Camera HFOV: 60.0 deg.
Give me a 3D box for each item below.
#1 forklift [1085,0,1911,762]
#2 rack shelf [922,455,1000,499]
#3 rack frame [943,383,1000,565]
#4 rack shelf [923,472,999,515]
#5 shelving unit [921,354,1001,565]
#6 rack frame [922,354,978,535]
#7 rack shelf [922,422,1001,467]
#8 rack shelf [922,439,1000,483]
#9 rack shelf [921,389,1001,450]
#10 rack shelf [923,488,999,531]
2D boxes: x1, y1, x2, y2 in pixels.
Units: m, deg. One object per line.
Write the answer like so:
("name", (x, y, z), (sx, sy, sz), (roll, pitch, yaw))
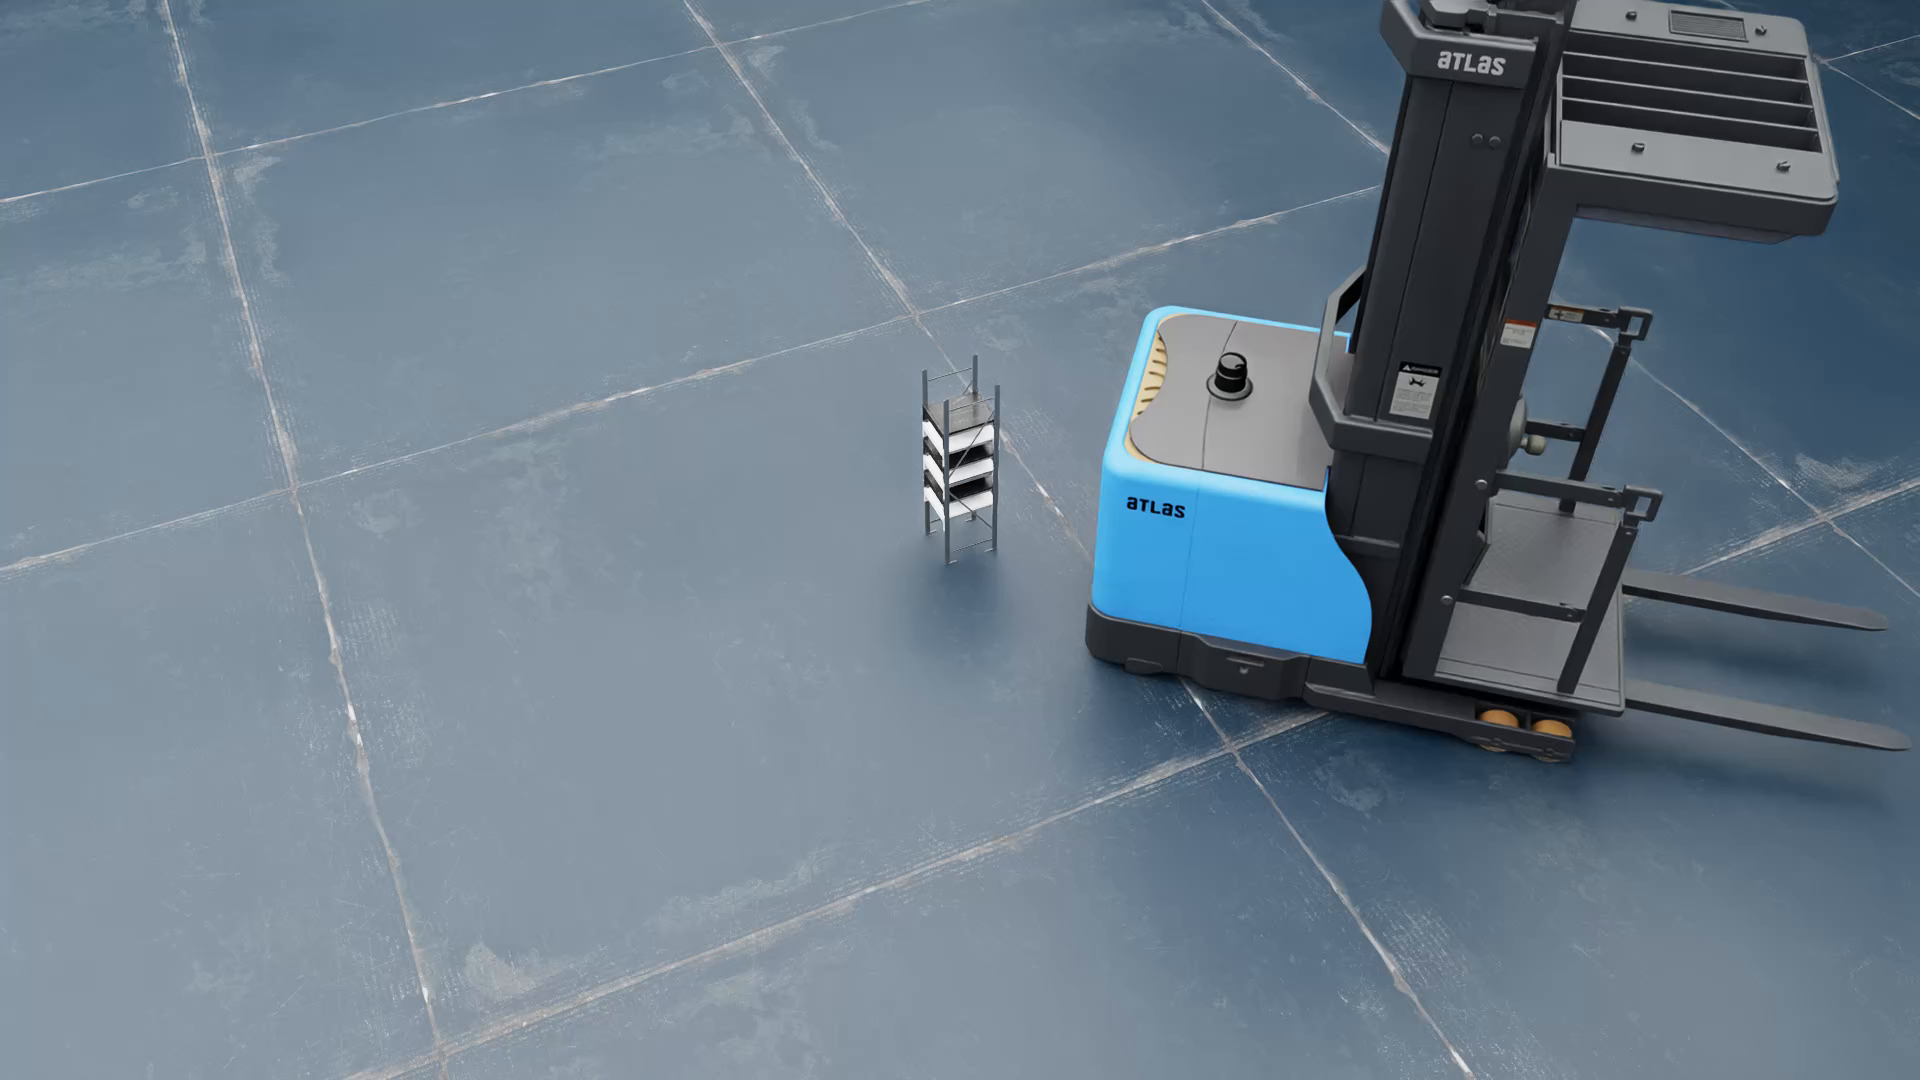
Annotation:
("forklift", (2.071, -0.623, 5.664), (3.031, 2.935, 1.130), (10, 46, 10))
("rack shelf", (0.003, -0.291, 6.821), (0.258, 0.077, 0.200), (-18, 47, -17))
("rack frame", (0.046, -0.250, 6.732), (0.240, 0.900, 0.006), (-18, 47, -17))
("rack shelf", (0.003, -0.227, 6.884), (0.258, 0.077, 0.200), (-18, 47, -17))
("shelving unit", (0.003, -0.315, 6.798), (0.258, 0.900, 0.210), (-18, 47, -17))
("rack frame", (-0.039, -0.380, 6.863), (0.240, 0.900, 0.006), (-18, 47, -17))
("rack shelf", (0.003, -0.420, 6.695), (0.258, 0.077, 0.200), (-18, 47, -17))
("rack shelf", (0.003, -0.355, 6.758), (0.258, 0.077, 0.200), (-18, 47, -17))
("rack shelf", (0.003, -0.484, 6.631), (0.258, 0.077, 0.200), (-18, 47, -17))
("rack shelf", (0.003, -0.163, 6.947), (0.258, 0.077, 0.200), (-18, 47, -17))
